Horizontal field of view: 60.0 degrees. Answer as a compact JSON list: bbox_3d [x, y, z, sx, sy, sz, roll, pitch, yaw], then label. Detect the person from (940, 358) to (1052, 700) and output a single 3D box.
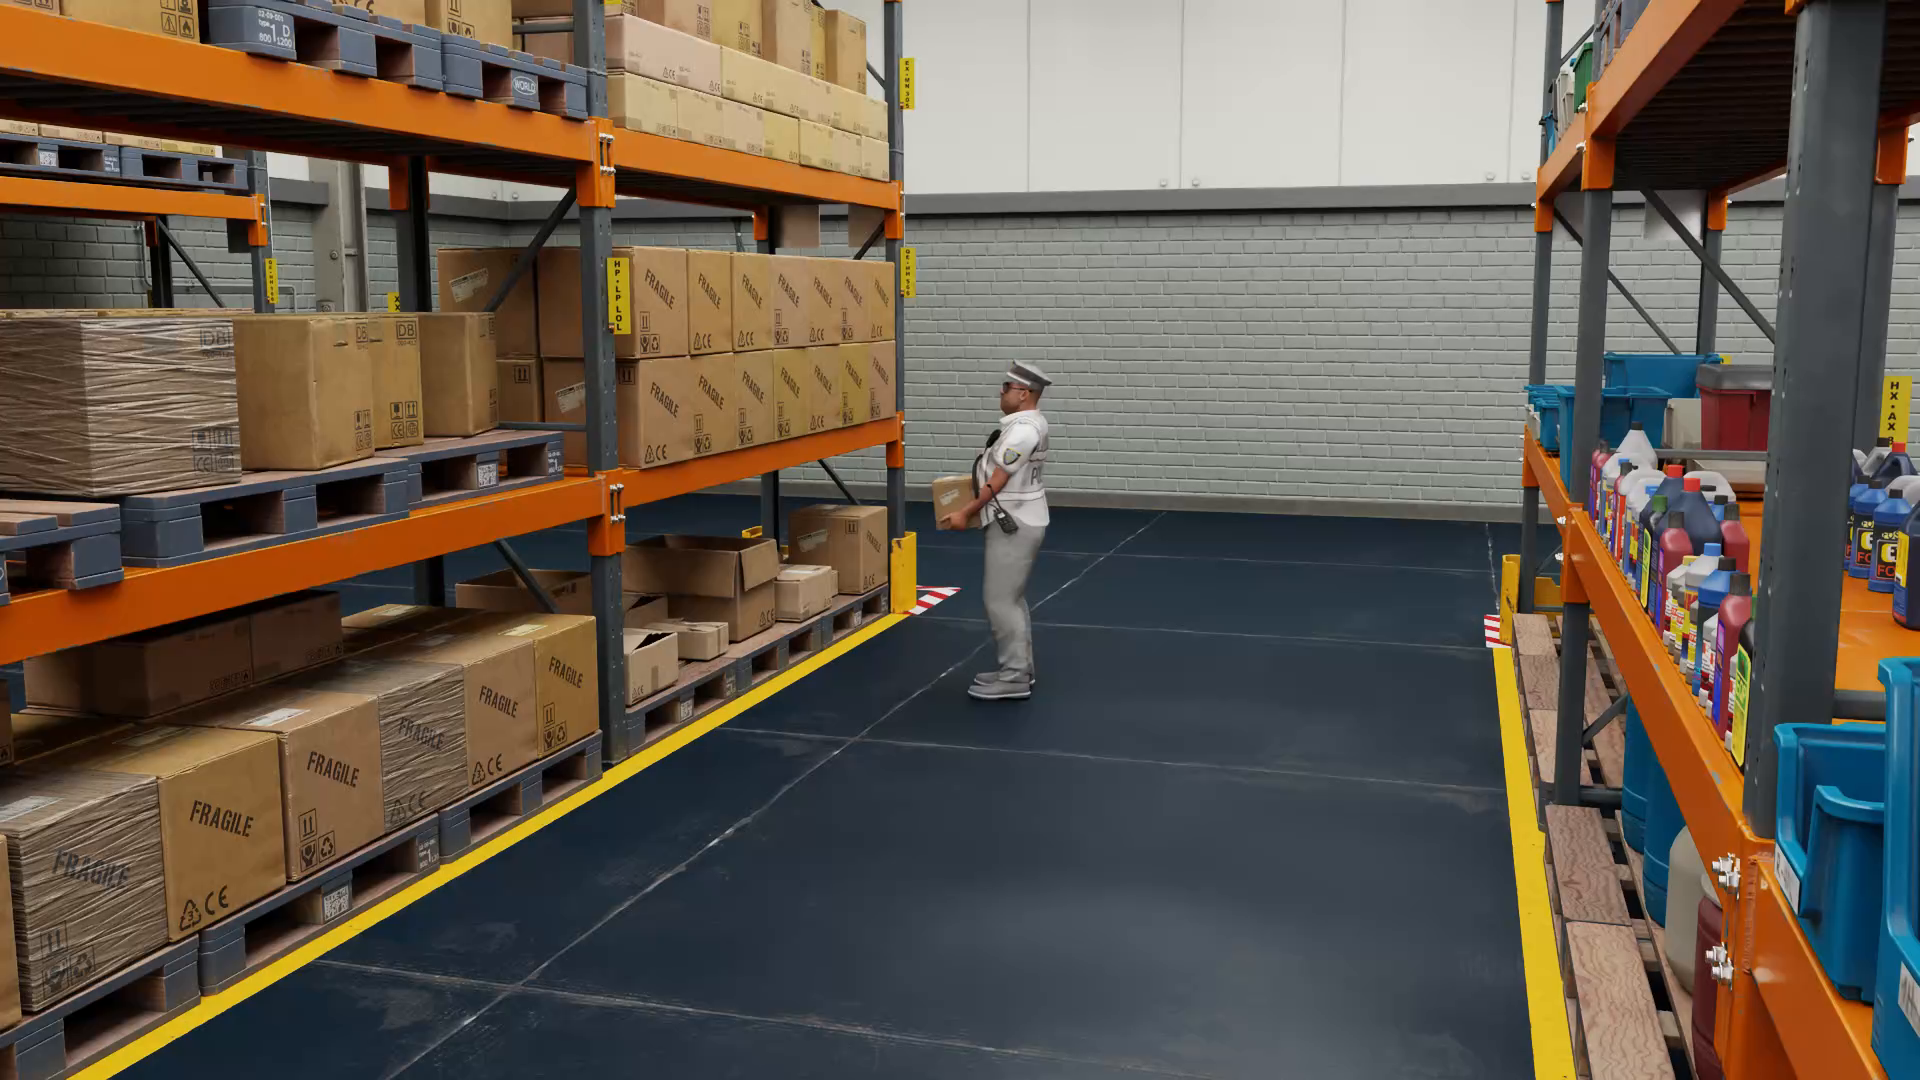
[{"bbox_3d":[0.191,-0.064,8.697,0.573,1.762,0.493,1,8,7],"label":"person"}]
